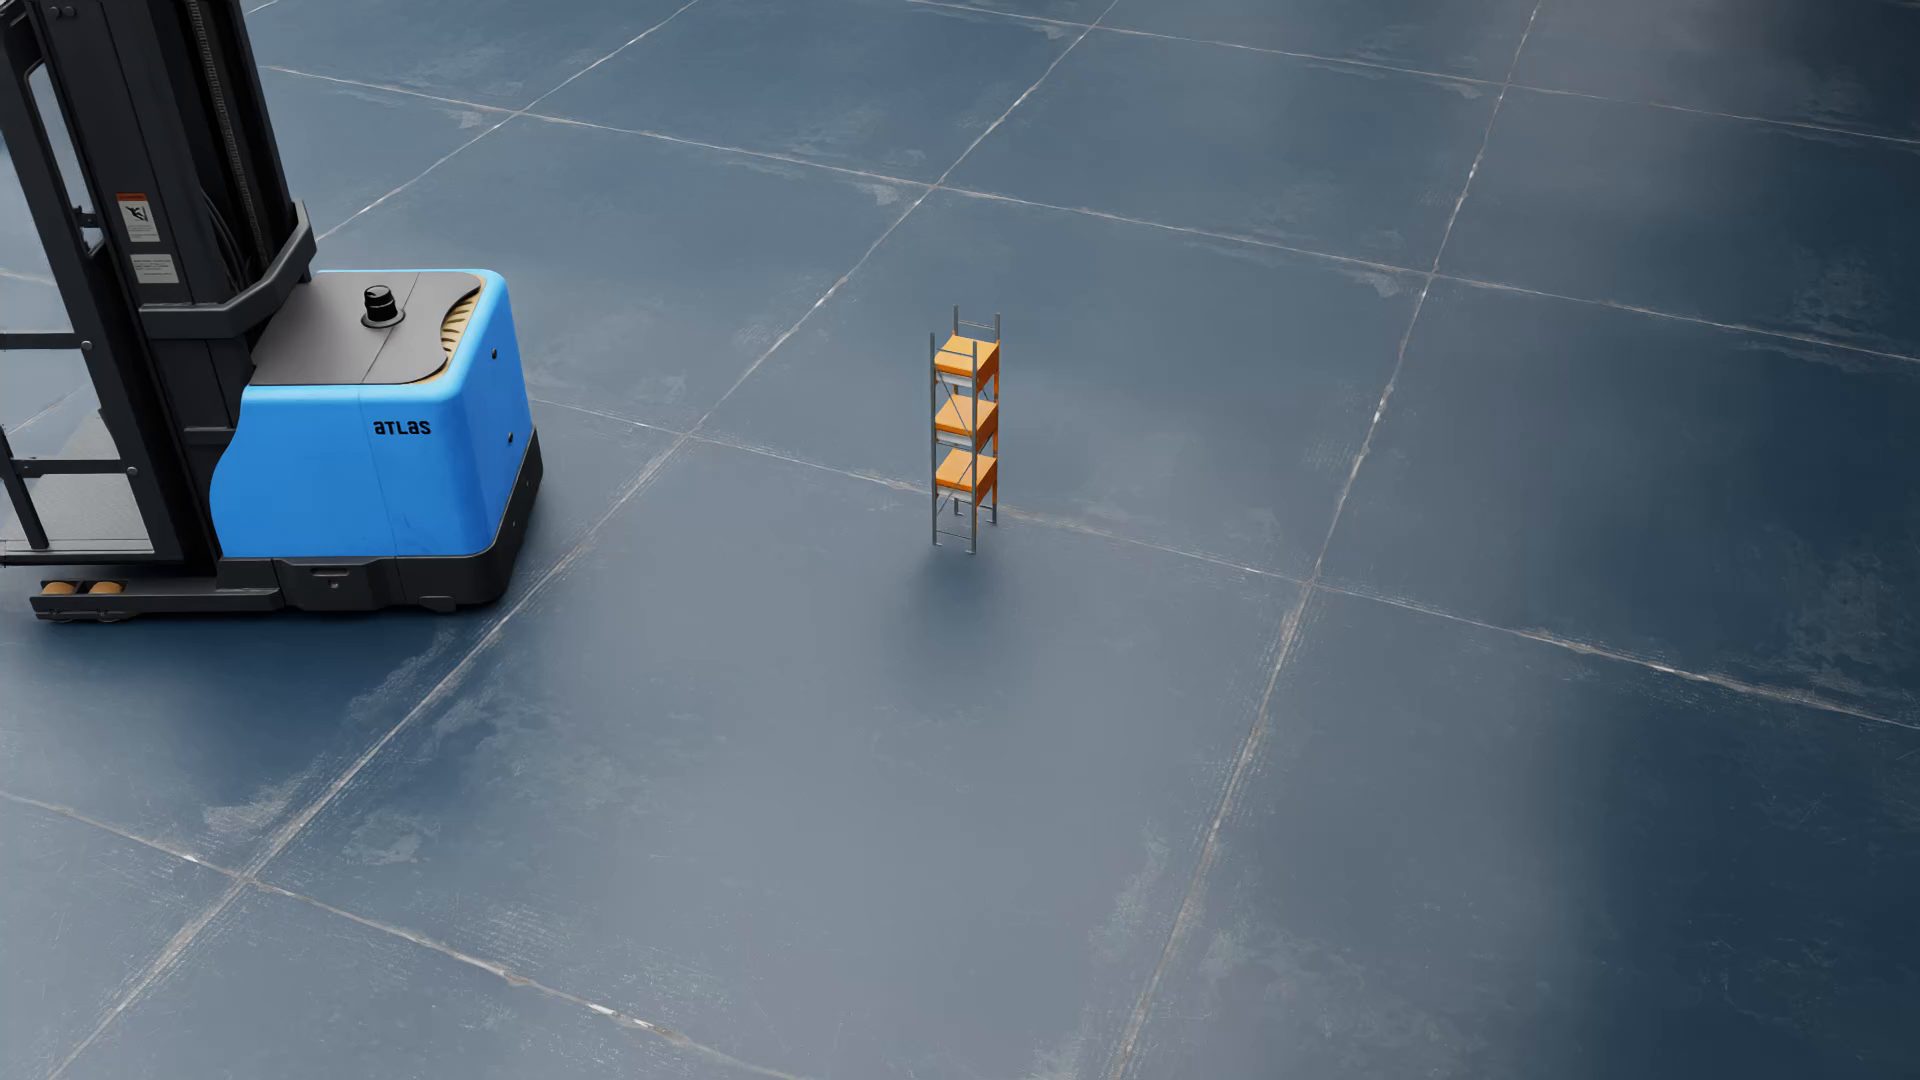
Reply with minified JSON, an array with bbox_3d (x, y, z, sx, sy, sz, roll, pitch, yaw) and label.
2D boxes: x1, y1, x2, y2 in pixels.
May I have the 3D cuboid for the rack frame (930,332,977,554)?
[{"bbox_3d":[-0.026,-0.383,6.885,0.200,1.050,0.008,14,39,18],"label":"rack frame"}]

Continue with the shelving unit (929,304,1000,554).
[{"bbox_3d":[0.020,-0.450,6.975,0.215,1.050,0.252,14,39,18],"label":"shelving unit"}]

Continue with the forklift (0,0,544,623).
[{"bbox_3d":[-3.397,-1.157,6.349,3.031,2.935,1.130,-1,37,-1],"label":"forklift"}]

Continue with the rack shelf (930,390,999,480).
[{"bbox_3d":[0.020,-0.442,6.982,0.215,0.259,0.240,14,39,18],"label":"rack shelf"}]

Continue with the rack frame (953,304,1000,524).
[{"bbox_3d":[0.067,-0.518,7.066,0.200,1.050,0.008,14,39,18],"label":"rack frame"}]

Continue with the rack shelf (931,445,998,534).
[{"bbox_3d":[0.020,-0.219,7.148,0.215,0.259,0.240,14,39,18],"label":"rack shelf"}]

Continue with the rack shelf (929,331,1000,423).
[{"bbox_3d":[0.020,-0.669,6.812,0.215,0.259,0.240,14,39,18],"label":"rack shelf"}]
